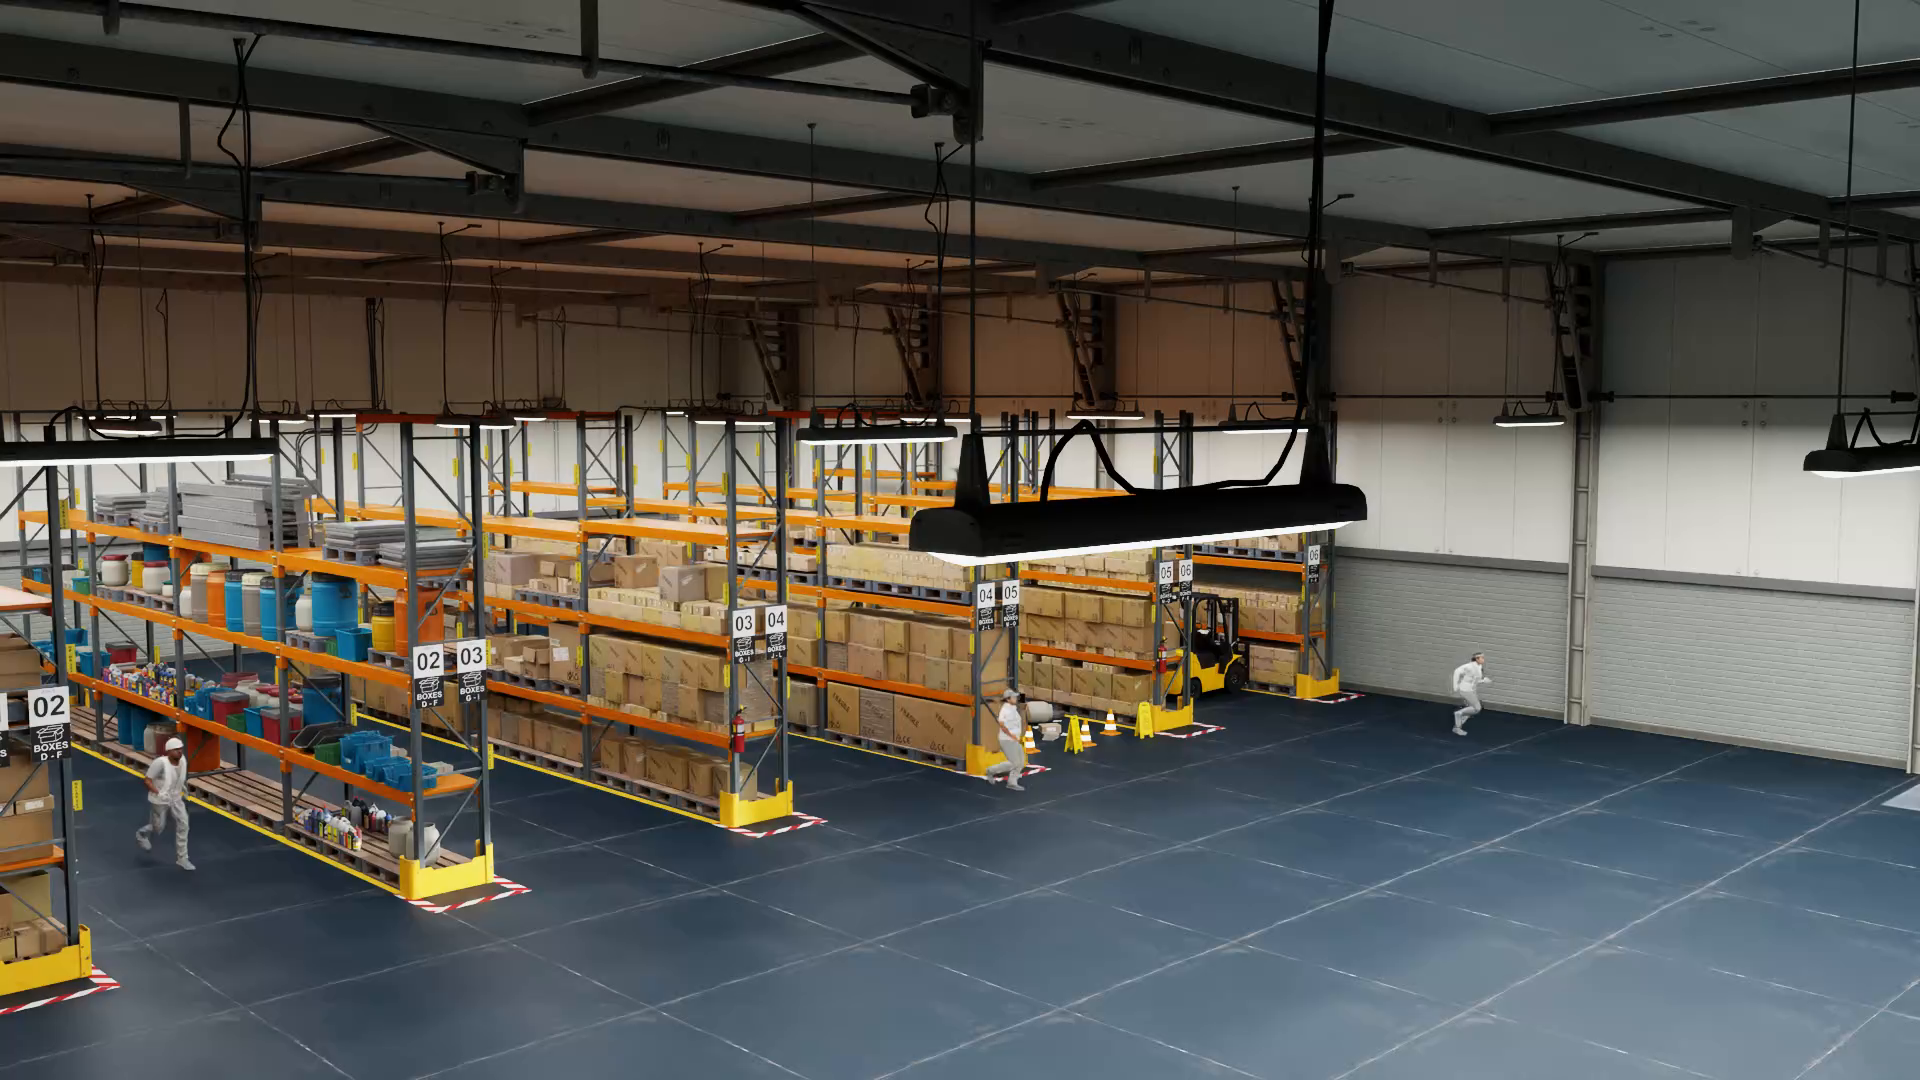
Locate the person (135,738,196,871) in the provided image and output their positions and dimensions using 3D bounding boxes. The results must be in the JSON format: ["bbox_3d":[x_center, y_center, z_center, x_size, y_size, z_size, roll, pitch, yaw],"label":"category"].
[{"bbox_3d":[-10.700,3.525,22.367,1.093,1.770,0.681,3,6,28],"label":"person"}]

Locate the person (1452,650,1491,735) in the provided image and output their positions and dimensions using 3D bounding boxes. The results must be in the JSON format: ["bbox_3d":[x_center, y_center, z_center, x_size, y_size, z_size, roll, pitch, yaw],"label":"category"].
[{"bbox_3d":[9.546,2.841,31.017,0.684,1.612,0.602,4,6,36],"label":"person"}]

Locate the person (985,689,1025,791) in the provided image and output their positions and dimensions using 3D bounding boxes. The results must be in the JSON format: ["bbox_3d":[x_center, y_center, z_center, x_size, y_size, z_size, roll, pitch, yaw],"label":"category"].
[{"bbox_3d":[0.736,3.212,26.791,0.630,1.626,0.634,1,5,7],"label":"person"}]
